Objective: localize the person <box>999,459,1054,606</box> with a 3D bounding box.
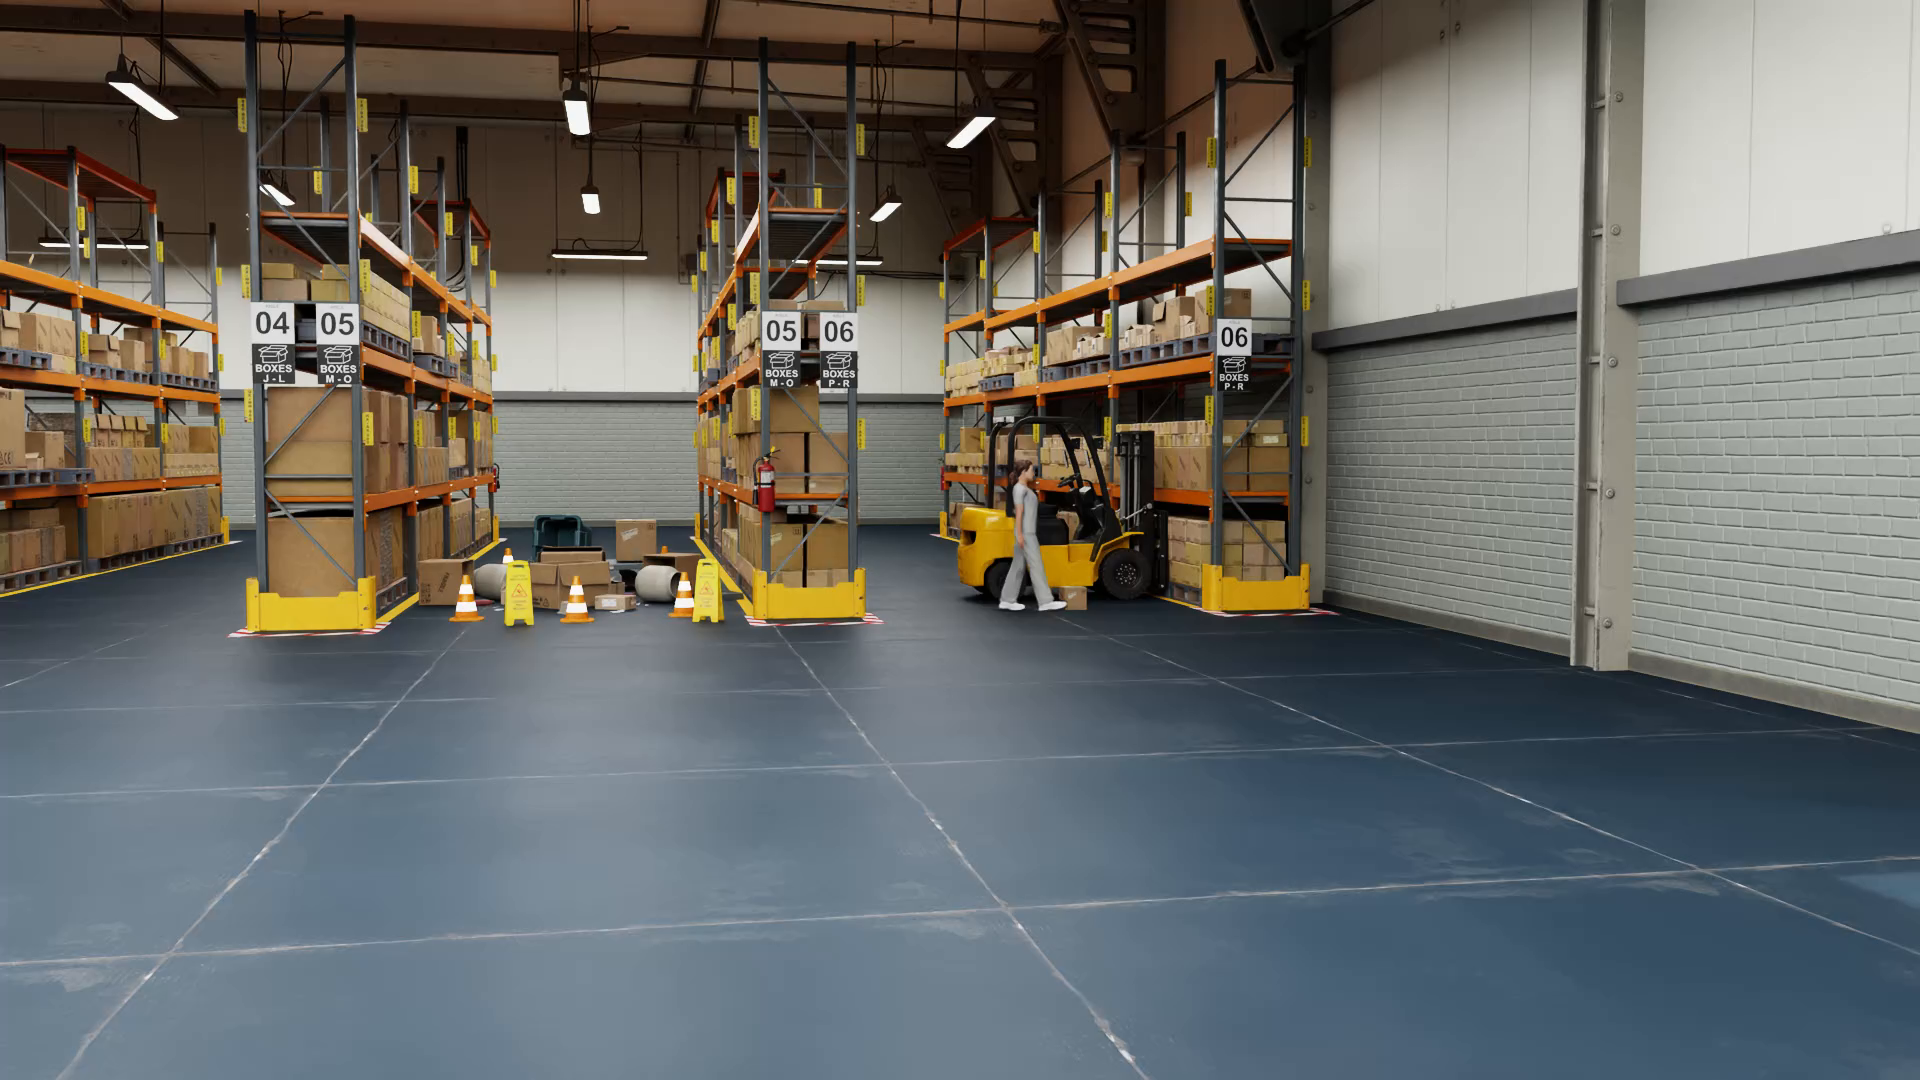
[{"bbox_3d":[0.732,-0.086,18.187,0.607,1.592,0.465,0,3,5],"label":"person"}]
